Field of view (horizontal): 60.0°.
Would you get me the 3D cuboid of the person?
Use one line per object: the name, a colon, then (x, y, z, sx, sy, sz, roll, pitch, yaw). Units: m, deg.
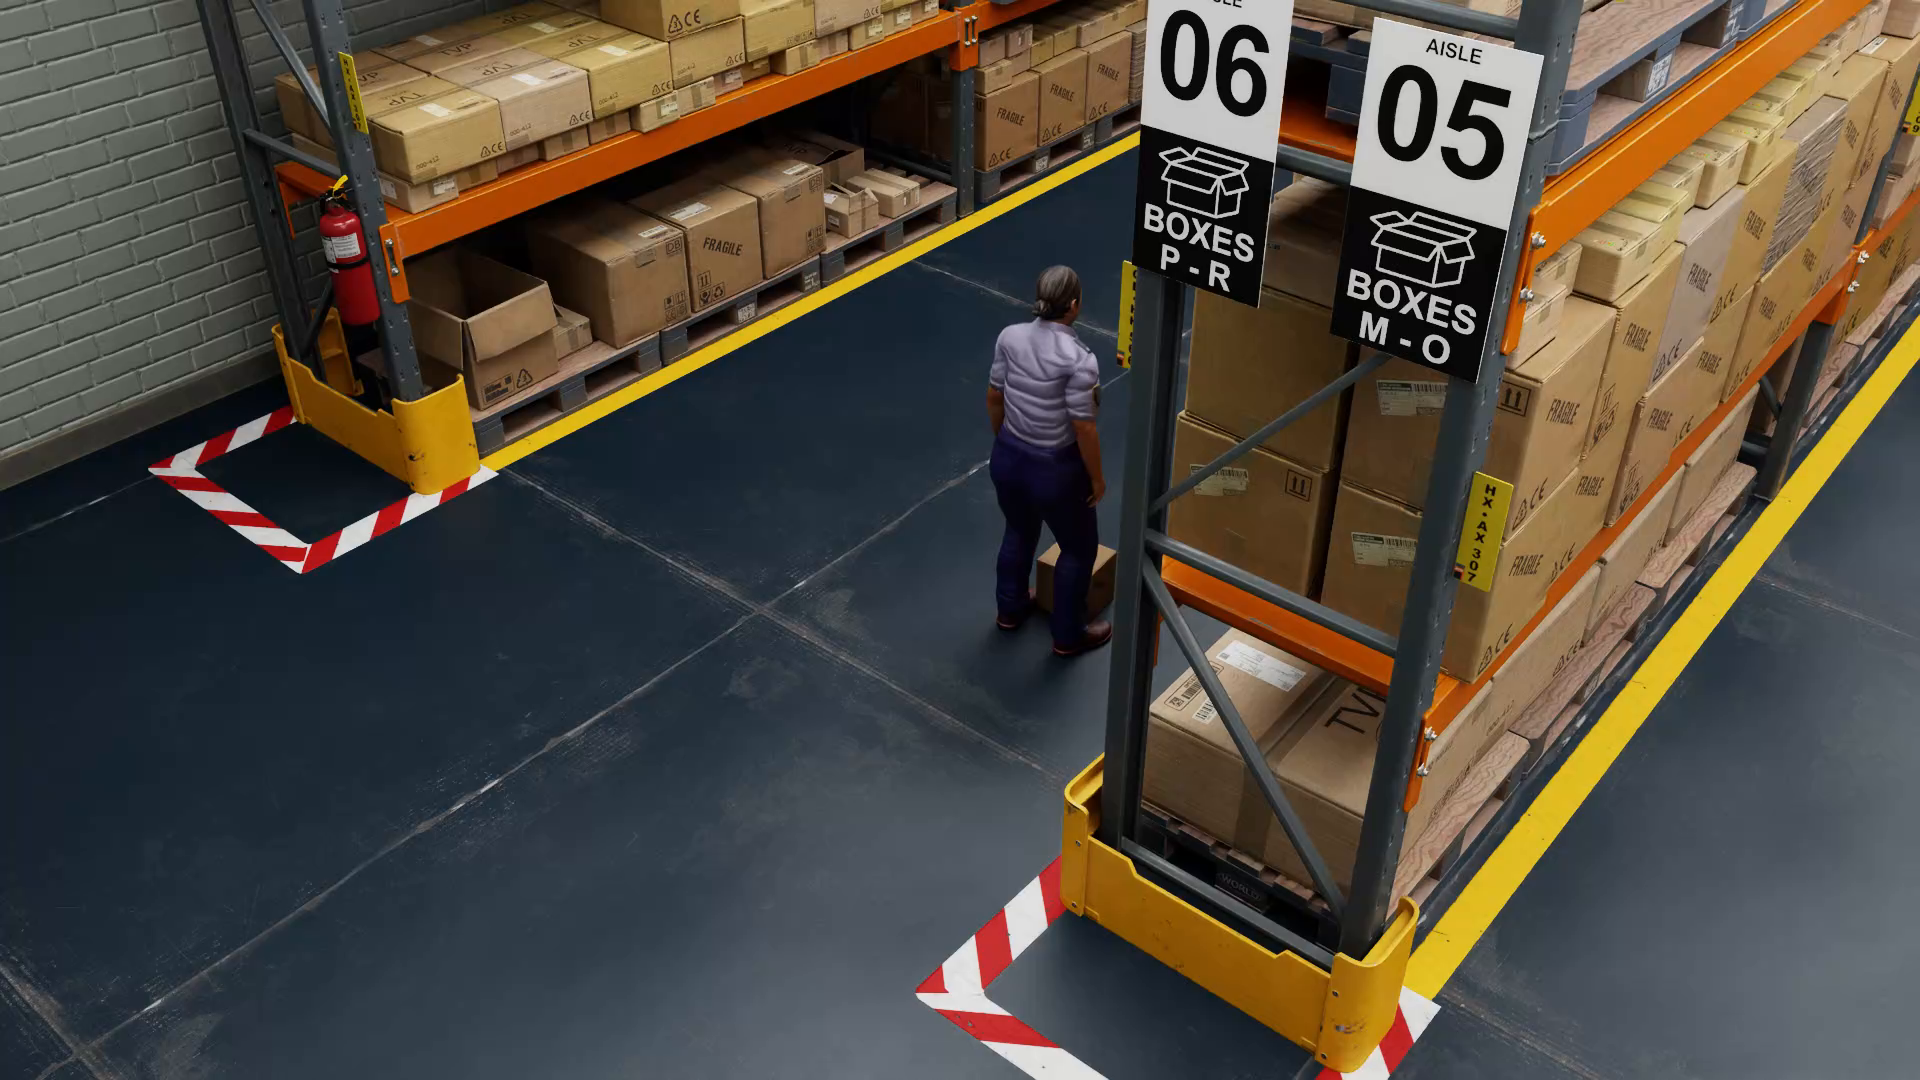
person: (0.345, -0.296, 6.571, 0.537, 1.651, 0.371, 25, 42, 31)
